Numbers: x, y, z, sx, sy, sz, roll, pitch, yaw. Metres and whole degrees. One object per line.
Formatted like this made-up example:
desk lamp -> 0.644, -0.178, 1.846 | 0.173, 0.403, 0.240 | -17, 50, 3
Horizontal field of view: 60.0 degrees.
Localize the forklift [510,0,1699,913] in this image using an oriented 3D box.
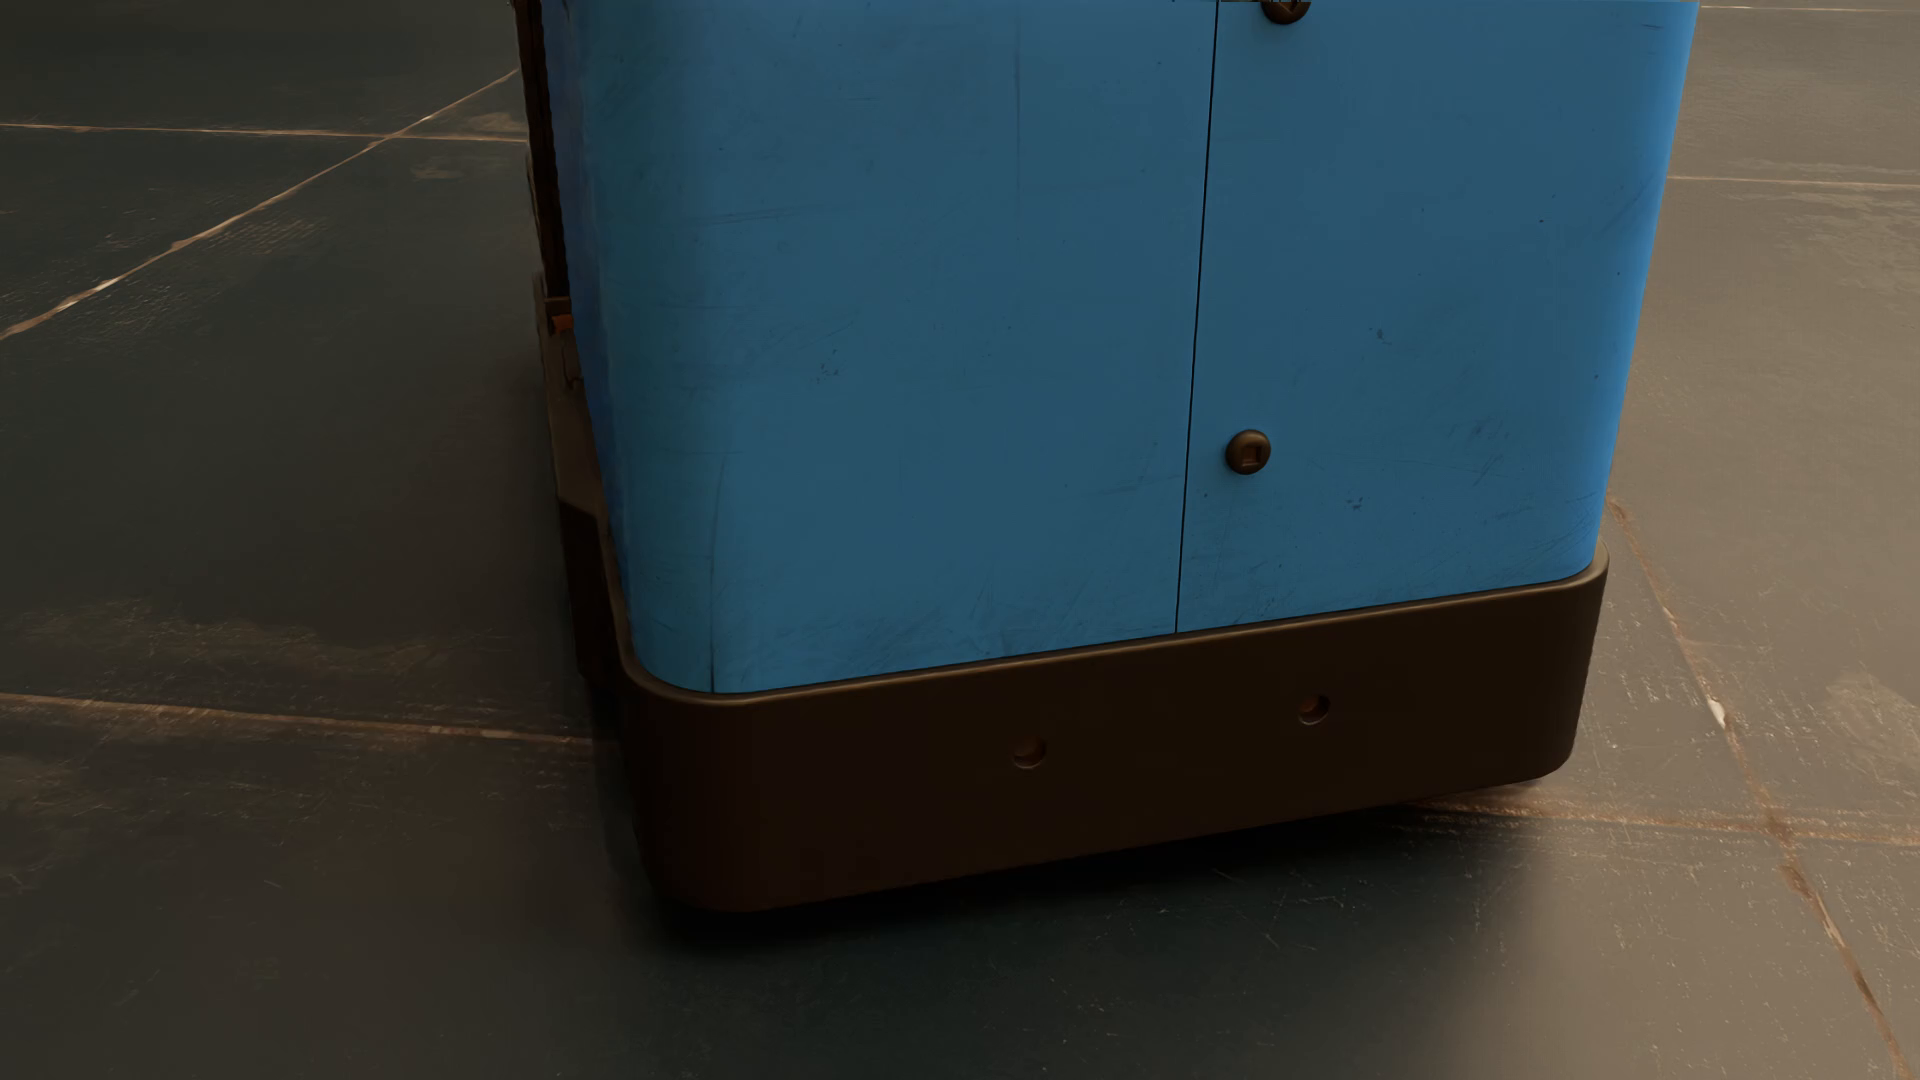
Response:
forklift -> -0.182, -1.588, 2.400 | 1.130, 2.935, 3.031 | -7, 27, -14
